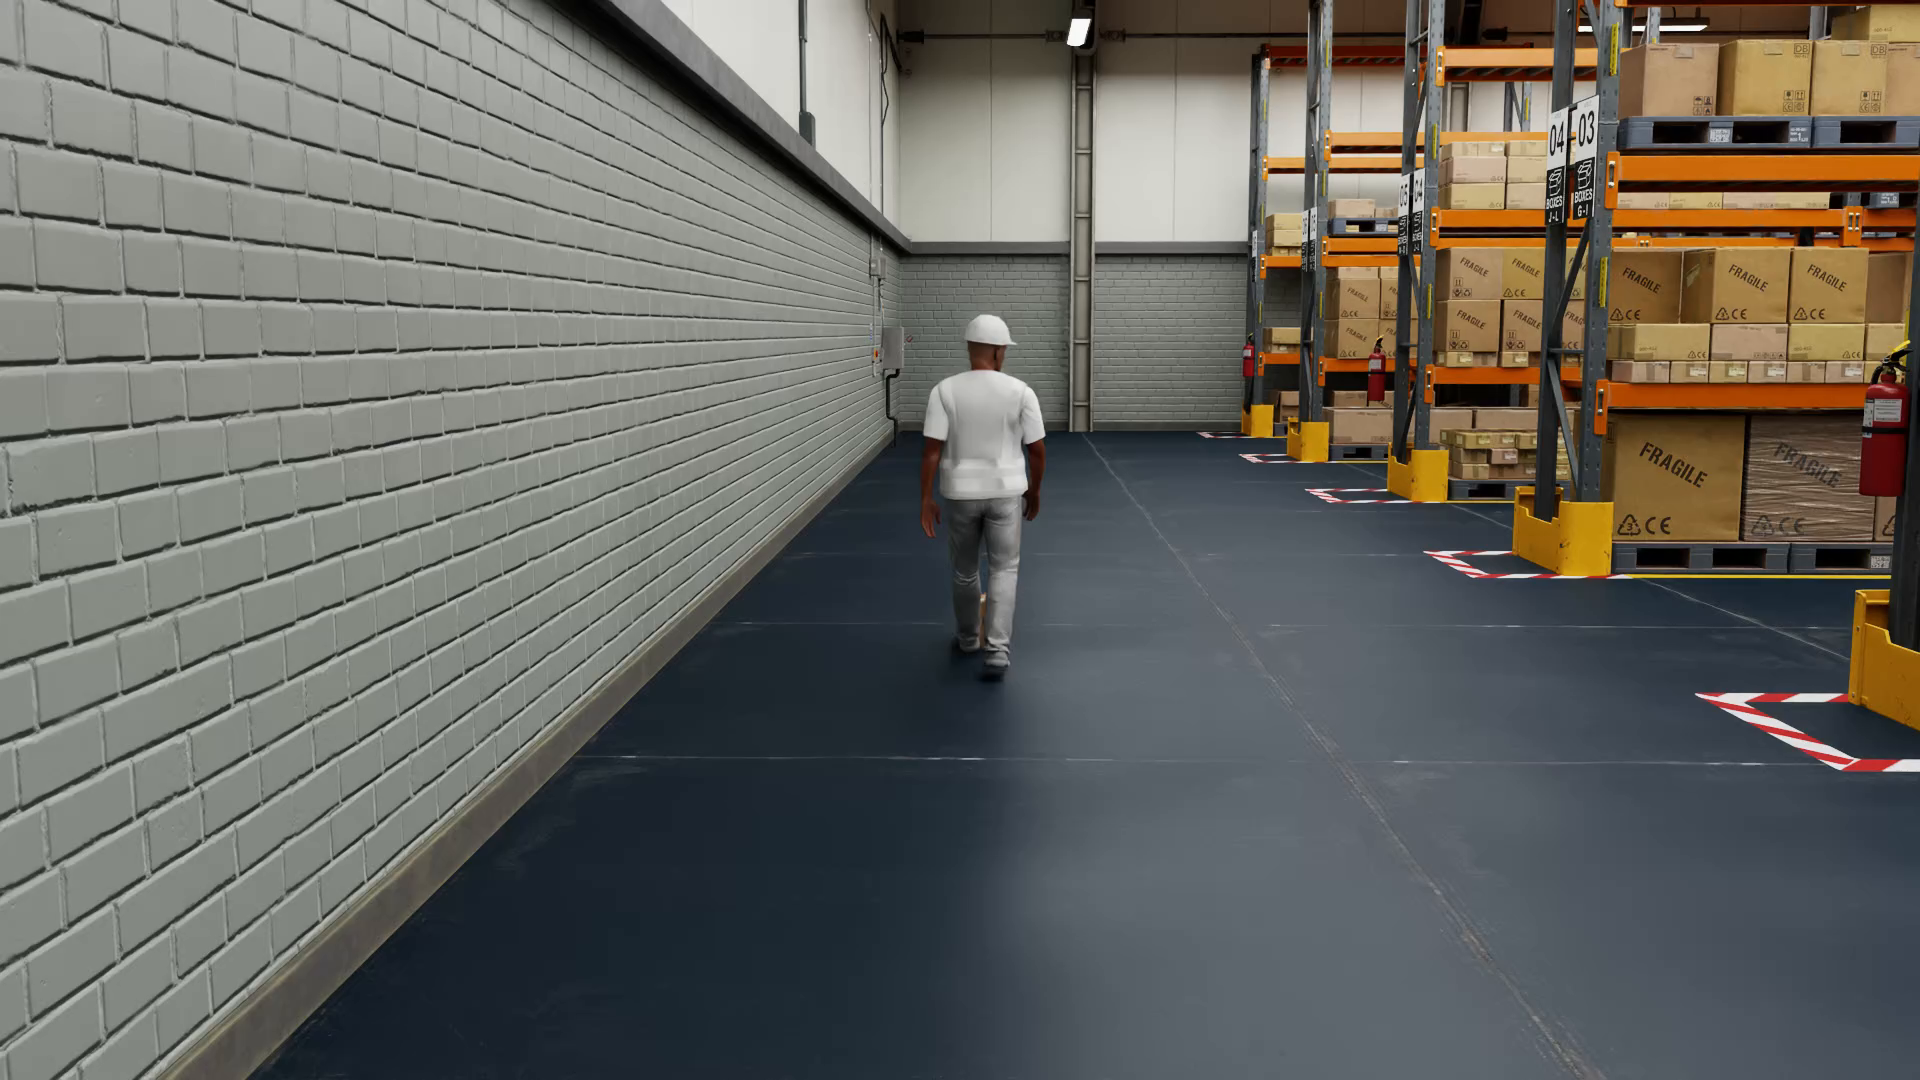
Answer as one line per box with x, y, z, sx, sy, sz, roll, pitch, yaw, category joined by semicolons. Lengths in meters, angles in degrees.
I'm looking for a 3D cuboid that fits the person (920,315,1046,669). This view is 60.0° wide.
0.132;-0.247;8.230;0.596;1.717;0.971;1;7;6;person
